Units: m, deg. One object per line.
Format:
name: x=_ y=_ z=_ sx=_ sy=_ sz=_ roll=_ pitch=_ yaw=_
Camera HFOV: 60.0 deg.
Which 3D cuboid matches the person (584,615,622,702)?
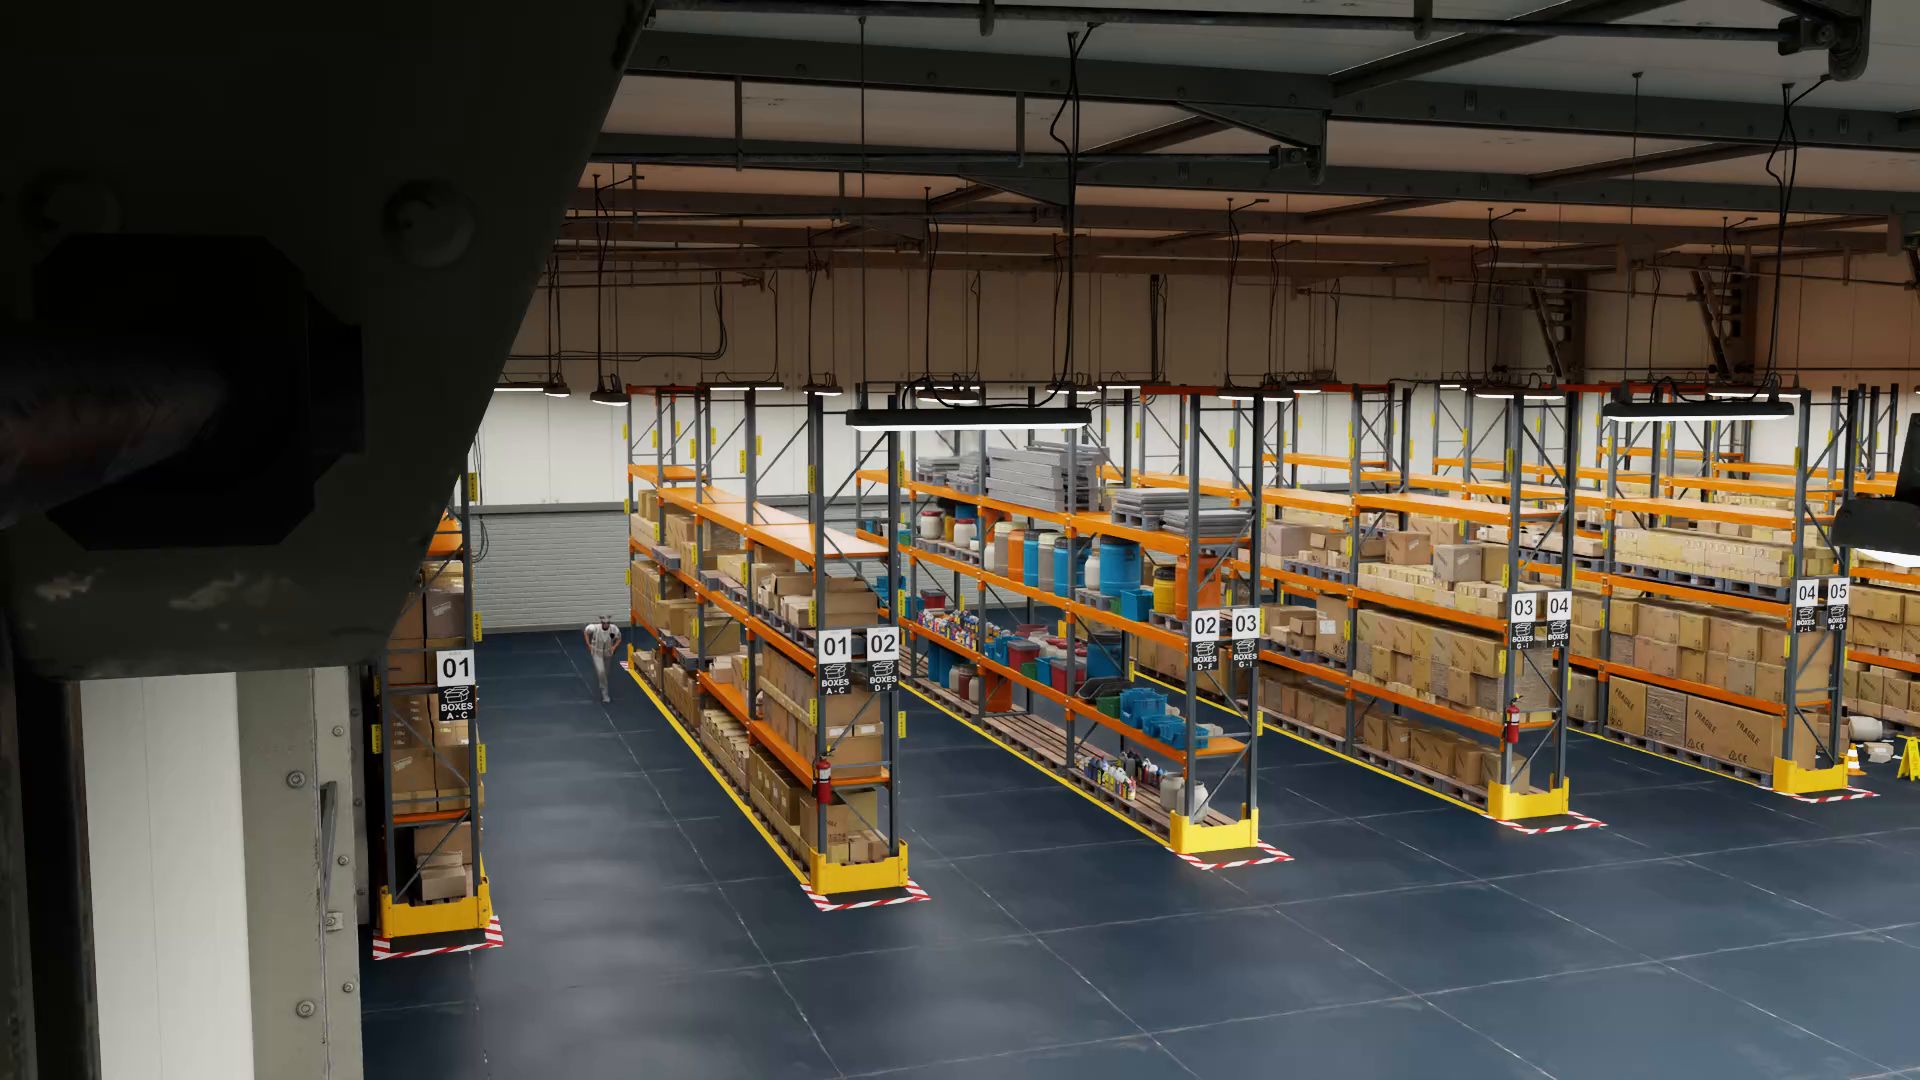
person: x=-6.871 y=2.231 z=31.979 sx=0.704 sy=1.720 sz=1.017 roll=-2 pitch=6 yaw=-18
